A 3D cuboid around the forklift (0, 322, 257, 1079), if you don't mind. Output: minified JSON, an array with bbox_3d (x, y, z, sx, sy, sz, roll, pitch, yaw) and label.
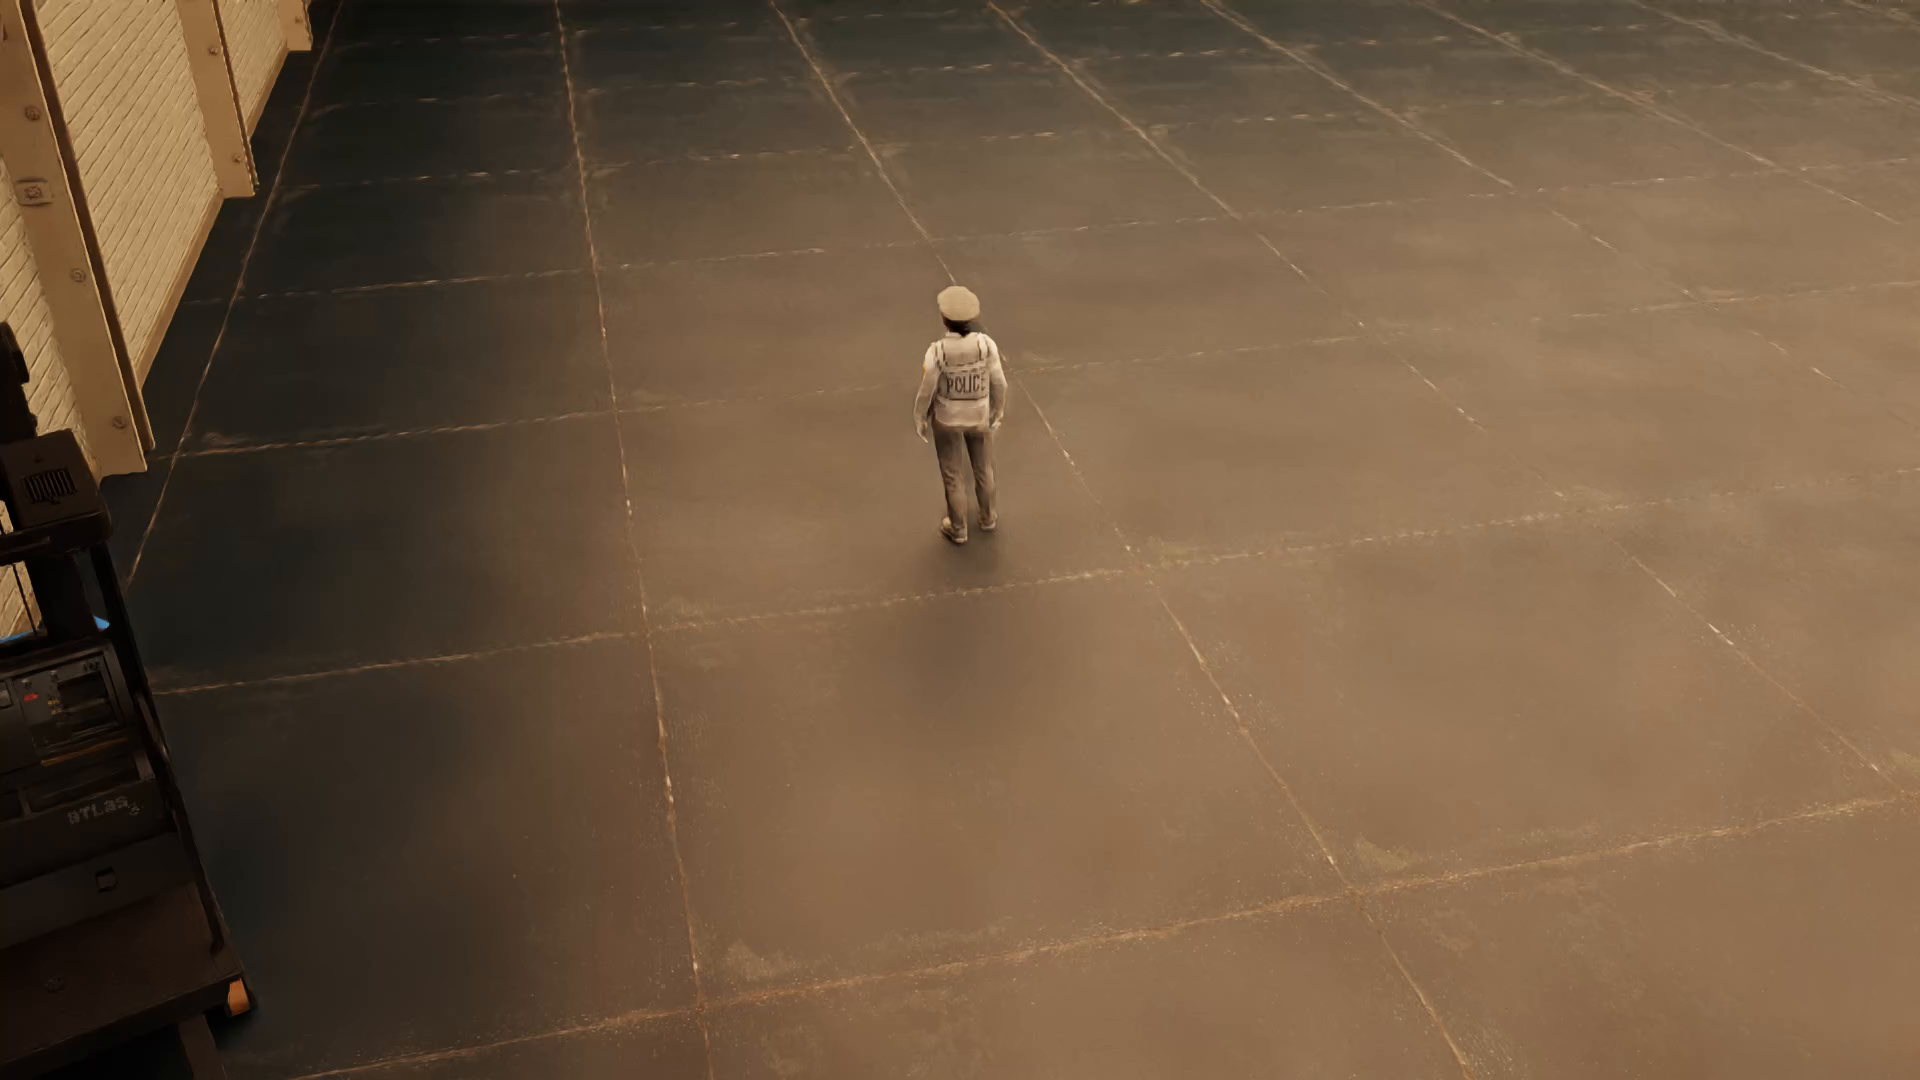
[{"bbox_3d":[-3.627,0.743,6.291,1.130,2.935,3.031,-18,35,-29],"label":"forklift"}]

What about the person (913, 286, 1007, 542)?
[{"bbox_3d":[-0.009,-0.774,10.130,0.586,1.695,0.533,-7,31,-12],"label":"person"}]
